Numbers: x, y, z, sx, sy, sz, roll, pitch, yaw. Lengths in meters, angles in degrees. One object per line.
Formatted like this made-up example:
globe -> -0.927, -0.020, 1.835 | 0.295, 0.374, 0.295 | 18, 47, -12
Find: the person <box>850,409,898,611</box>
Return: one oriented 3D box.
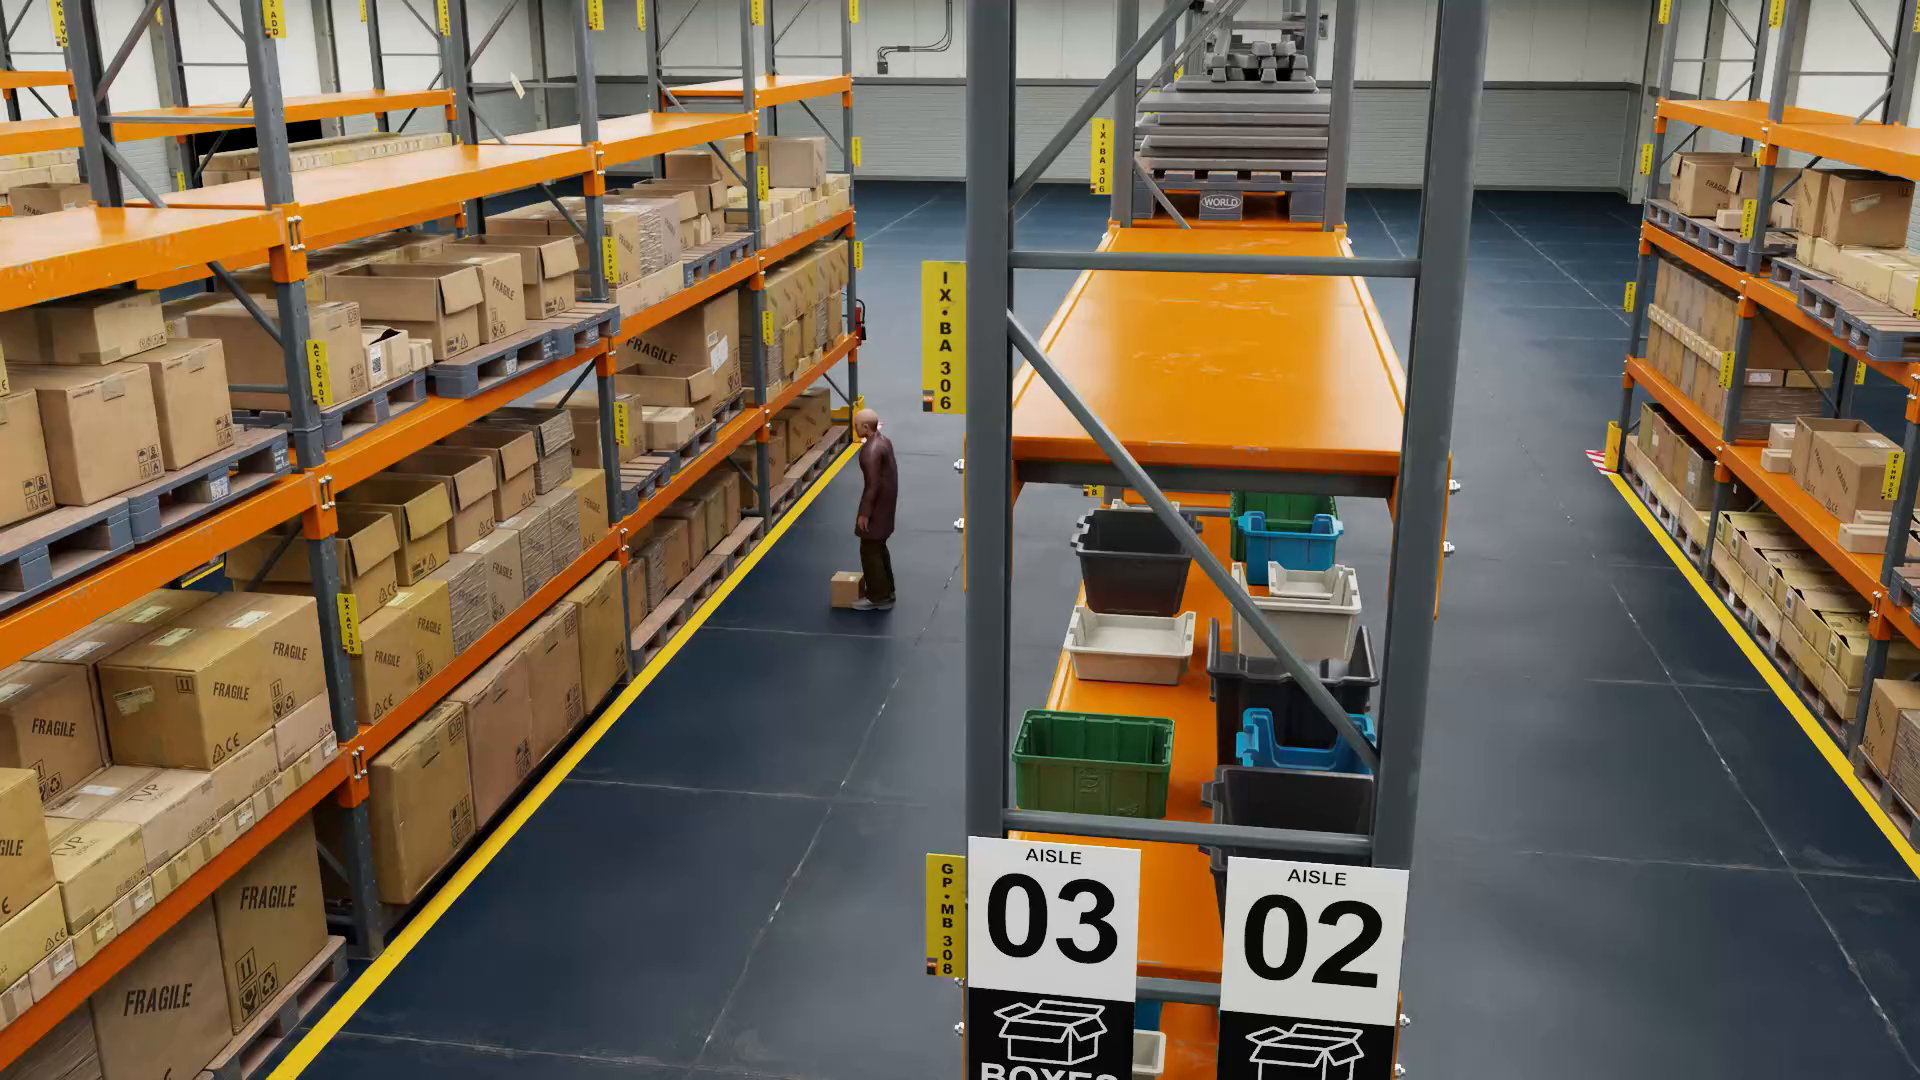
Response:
person -> -0.746, -0.277, 14.461 | 0.420, 1.774, 0.643 | 3, 18, 9
